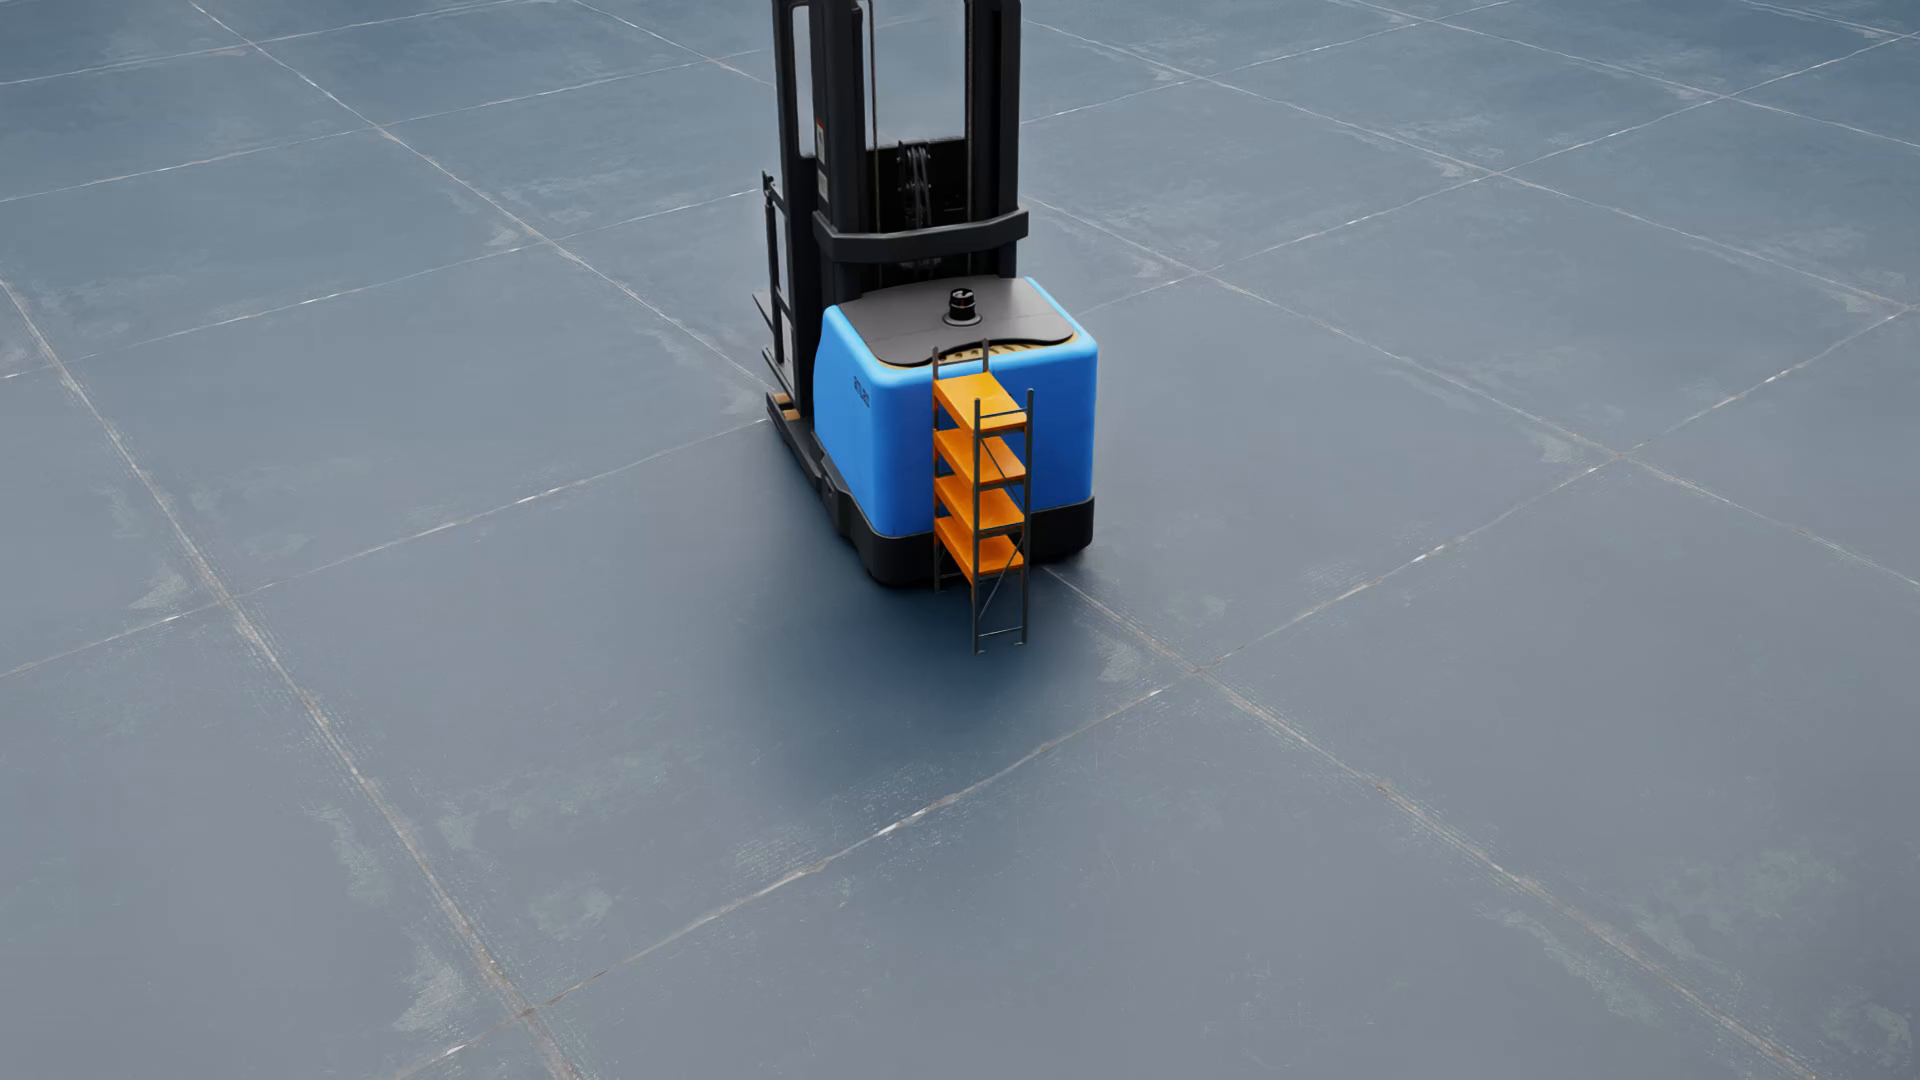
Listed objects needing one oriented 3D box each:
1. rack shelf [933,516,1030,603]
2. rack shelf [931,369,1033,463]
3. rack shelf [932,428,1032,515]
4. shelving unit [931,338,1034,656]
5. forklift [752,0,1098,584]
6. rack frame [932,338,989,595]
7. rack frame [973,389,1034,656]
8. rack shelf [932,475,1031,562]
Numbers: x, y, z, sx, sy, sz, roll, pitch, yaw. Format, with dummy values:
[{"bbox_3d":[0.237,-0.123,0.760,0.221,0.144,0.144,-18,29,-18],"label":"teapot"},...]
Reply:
[{"bbox_3d":[0.085,0.055,7.028,0.258,0.148,0.480,-11,33,-17],"label":"rack shelf"},{"bbox_3d":[0.085,-0.505,6.681,0.258,0.148,0.480,-11,33,-17],"label":"rack shelf"},{"bbox_3d":[0.085,-0.304,6.805,0.258,0.148,0.480,-11,33,-17],"label":"rack shelf"},{"bbox_3d":[0.085,-0.171,6.888,0.258,1.200,0.503,-11,33,-17],"label":"shelving unit"},{"bbox_3d":[-0.371,-1.818,7.899,1.130,2.935,3.031,-11,33,-17],"label":"forklift"},{"bbox_3d":[0.002,-0.292,7.083,0.240,1.200,0.015,-11,33,-17],"label":"rack frame"},{"bbox_3d":[0.168,-0.050,6.693,0.240,1.200,0.015,-11,33,-17],"label":"rack frame"},{"bbox_3d":[0.085,-0.114,6.923,0.258,0.148,0.480,-11,33,-17],"label":"rack shelf"}]
